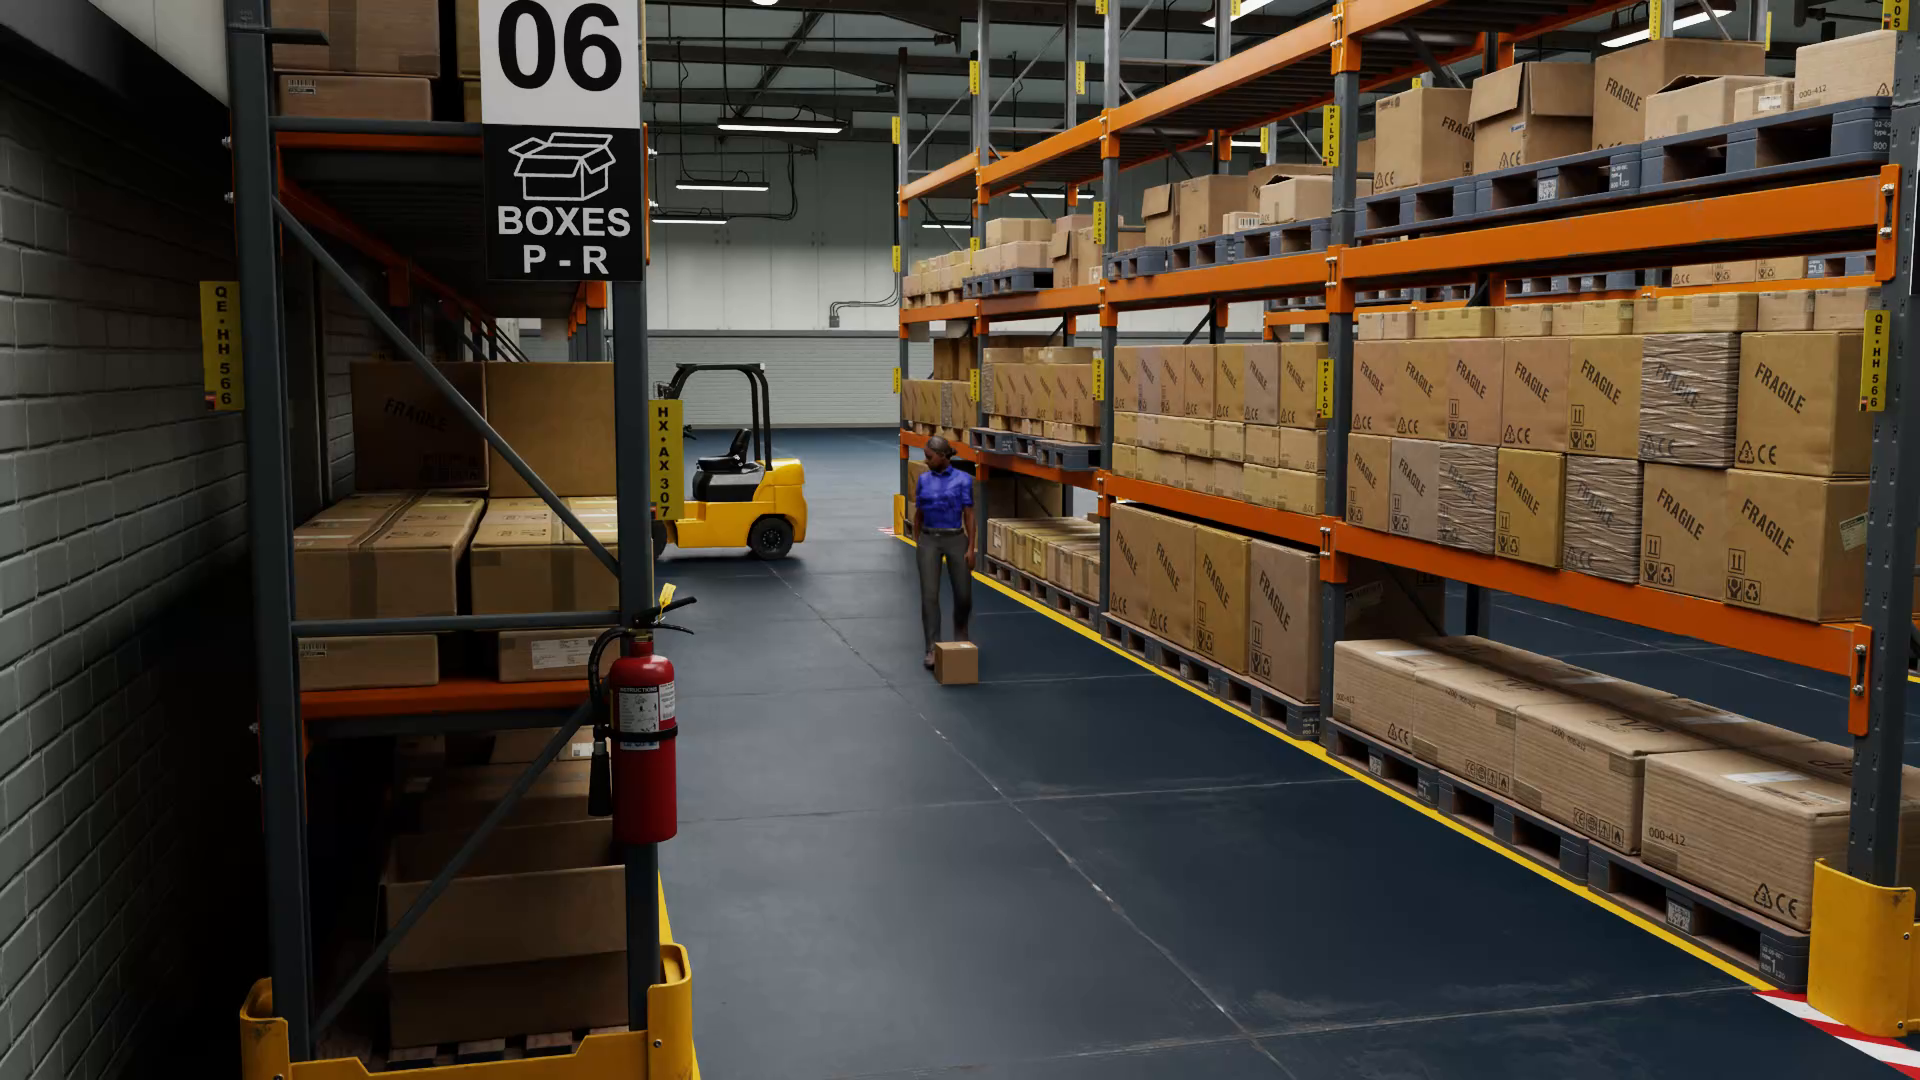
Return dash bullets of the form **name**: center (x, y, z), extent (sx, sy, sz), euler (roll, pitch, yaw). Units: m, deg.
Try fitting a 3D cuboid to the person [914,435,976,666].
- **person**: center (-0.112, 0.058, 12.074), extent (0.467, 1.635, 0.725), euler (1, 6, 8)
